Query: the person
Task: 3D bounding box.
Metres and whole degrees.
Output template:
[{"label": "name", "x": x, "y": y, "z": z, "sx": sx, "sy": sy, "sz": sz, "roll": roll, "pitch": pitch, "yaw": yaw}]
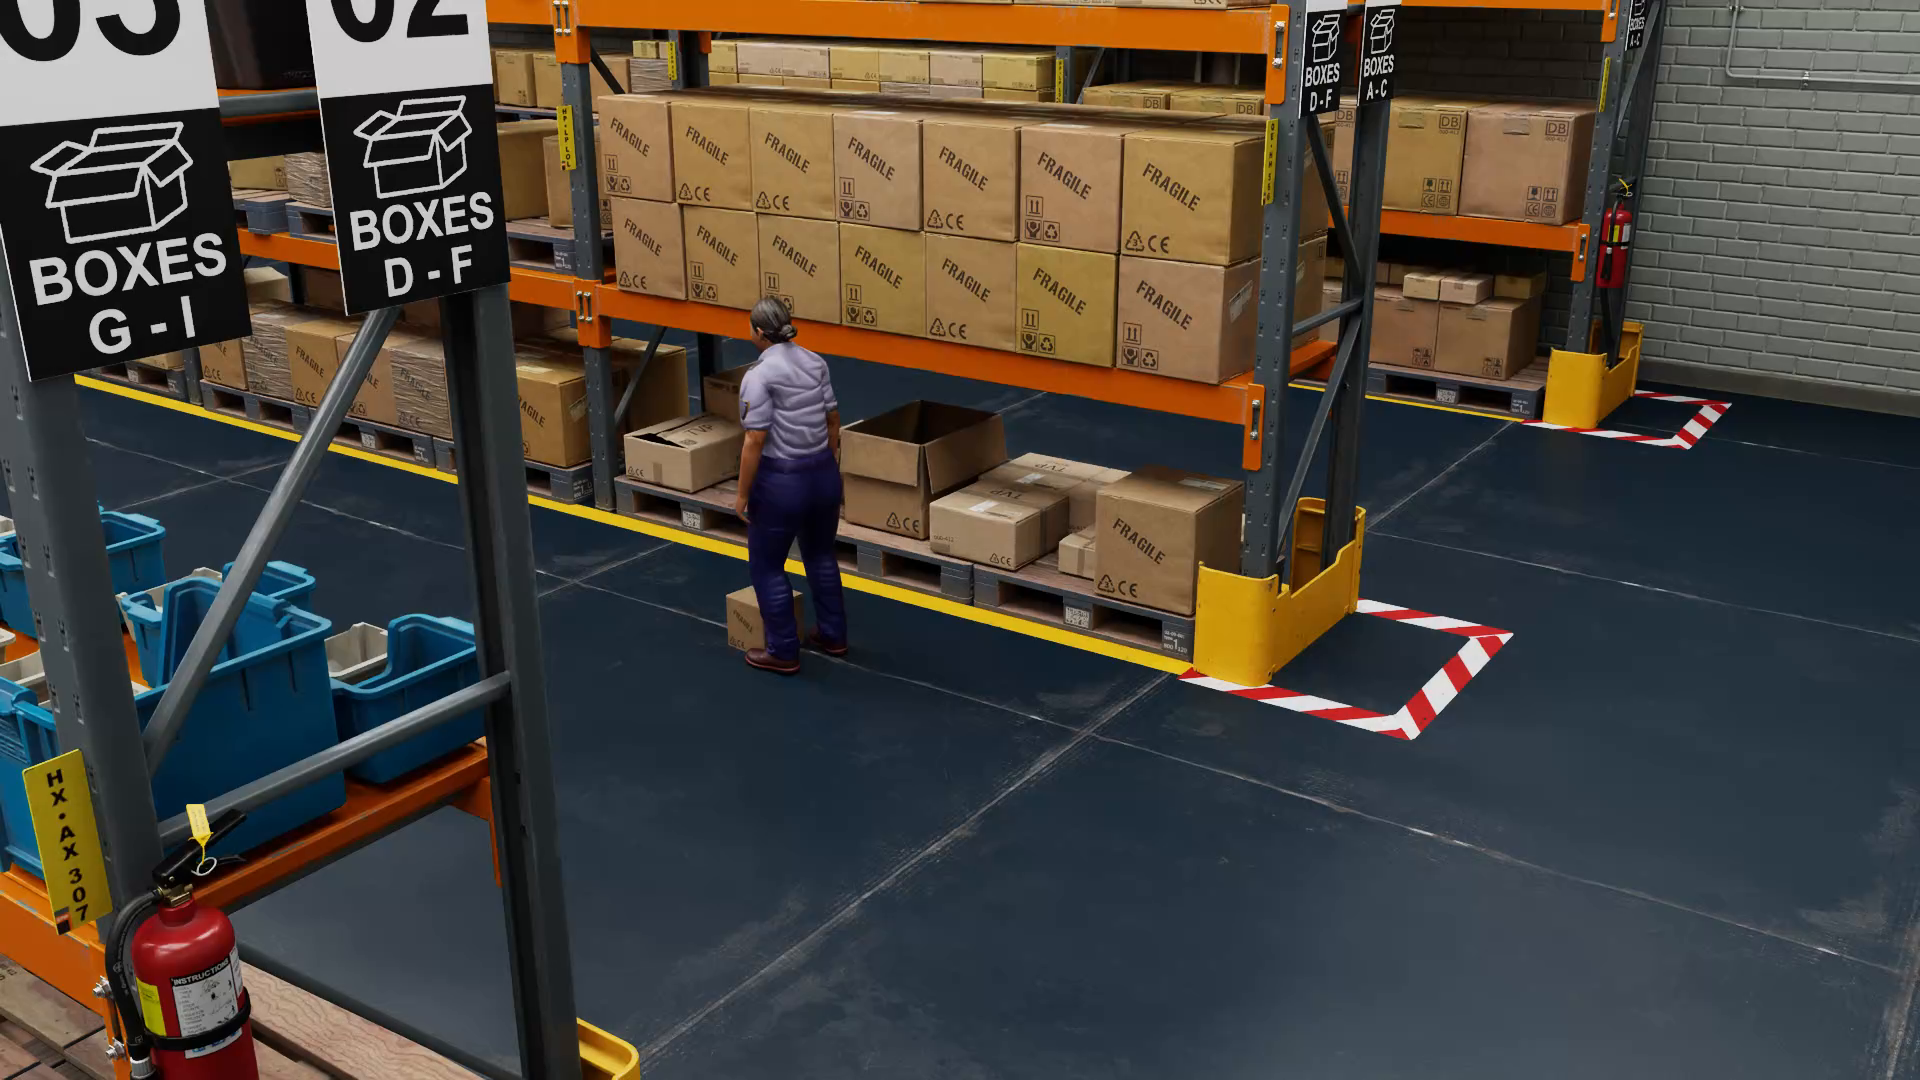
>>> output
[{"label": "person", "x": -0.740, "y": -0.239, "z": 7.241, "sx": 0.330, "sy": 1.653, "sz": 0.562, "roll": 18, "pitch": 27, "yaw": 41}]
